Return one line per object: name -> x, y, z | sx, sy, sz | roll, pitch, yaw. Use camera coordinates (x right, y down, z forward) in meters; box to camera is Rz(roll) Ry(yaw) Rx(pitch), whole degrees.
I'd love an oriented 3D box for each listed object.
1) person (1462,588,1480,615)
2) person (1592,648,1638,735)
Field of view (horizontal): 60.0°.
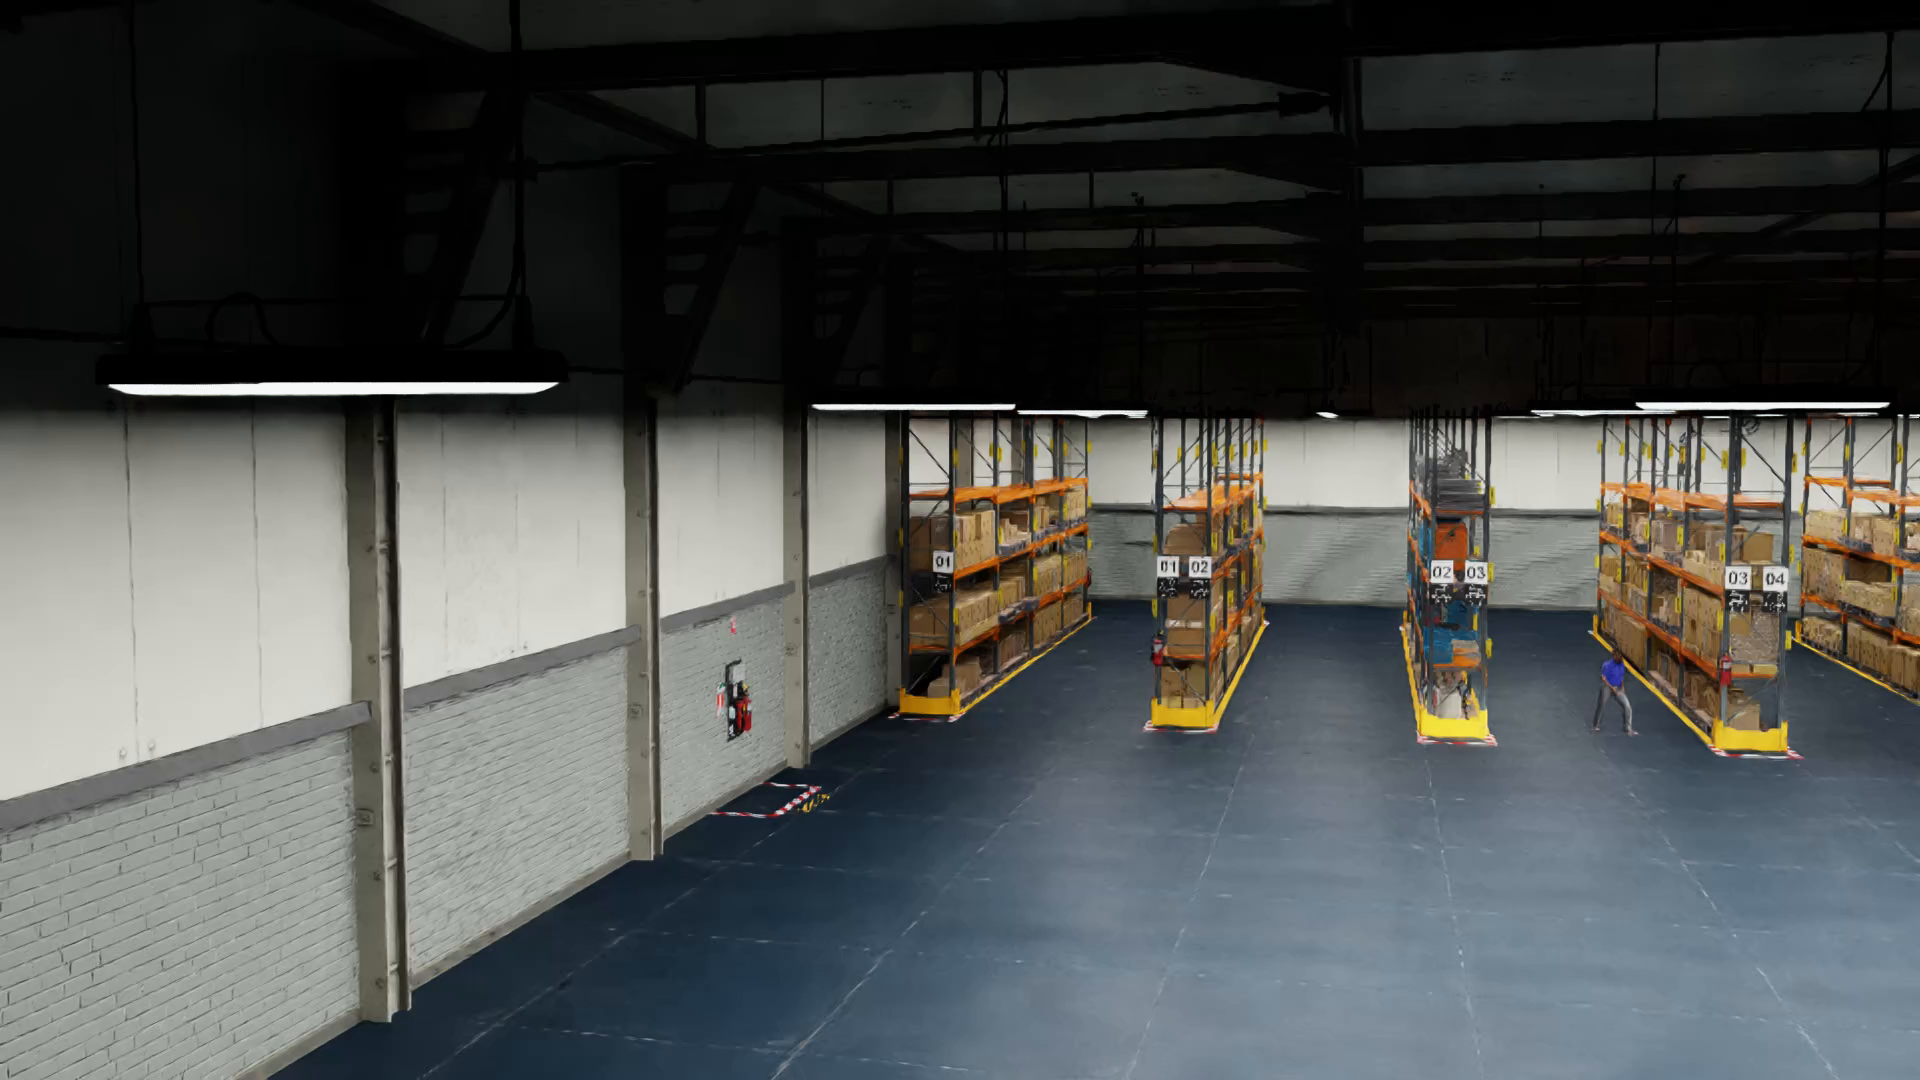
person -> 15.048, 1.361, 48.912 | 0.577, 1.691, 1.121 | 1, 4, 16
person -> 11.954, 2.738, 30.401 | 0.619, 1.593, 0.798 | 0, 4, -6
